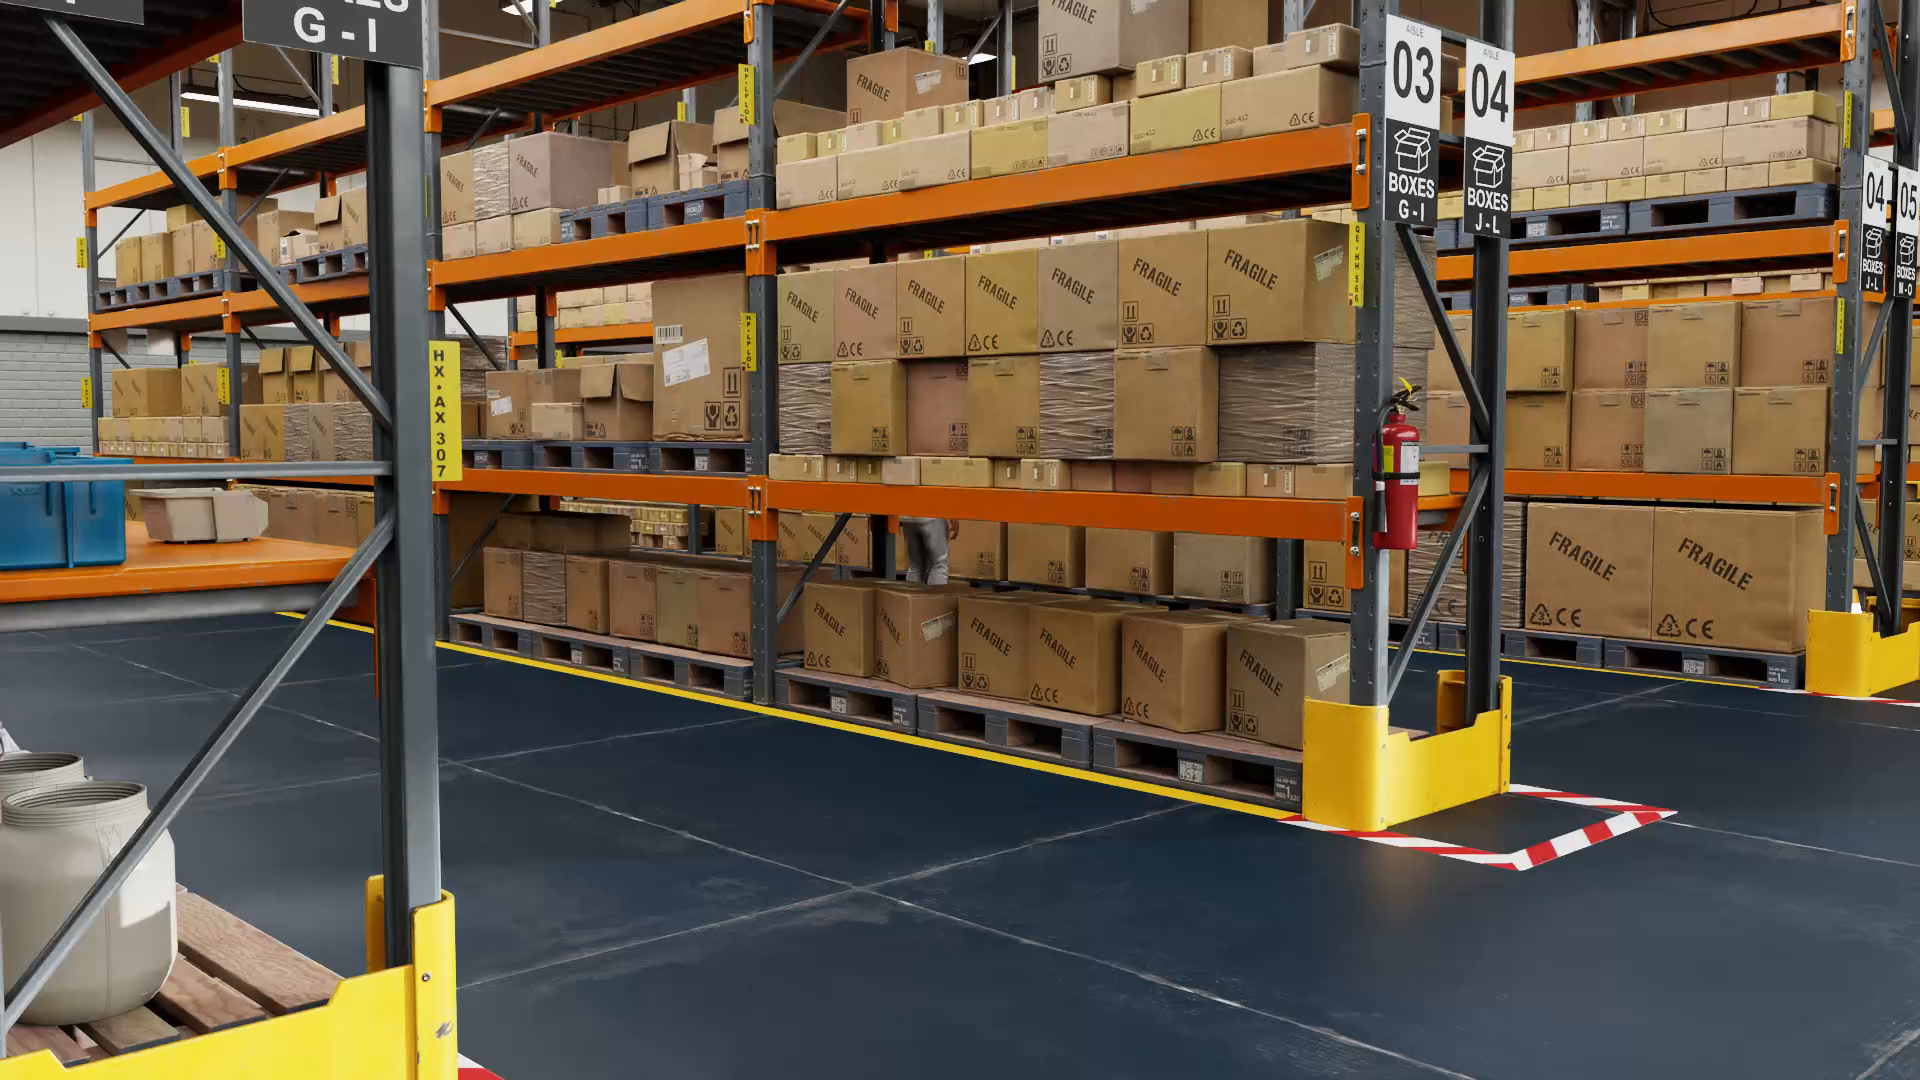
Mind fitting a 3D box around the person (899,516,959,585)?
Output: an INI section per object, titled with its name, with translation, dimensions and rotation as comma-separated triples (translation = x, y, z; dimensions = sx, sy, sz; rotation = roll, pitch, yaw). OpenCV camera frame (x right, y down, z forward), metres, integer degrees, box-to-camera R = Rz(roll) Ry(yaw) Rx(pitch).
[person]
translation = -0.266, -0.177, 13.261
dimensions = 0.632, 1.759, 0.462
rotation = 4, 5, 42
